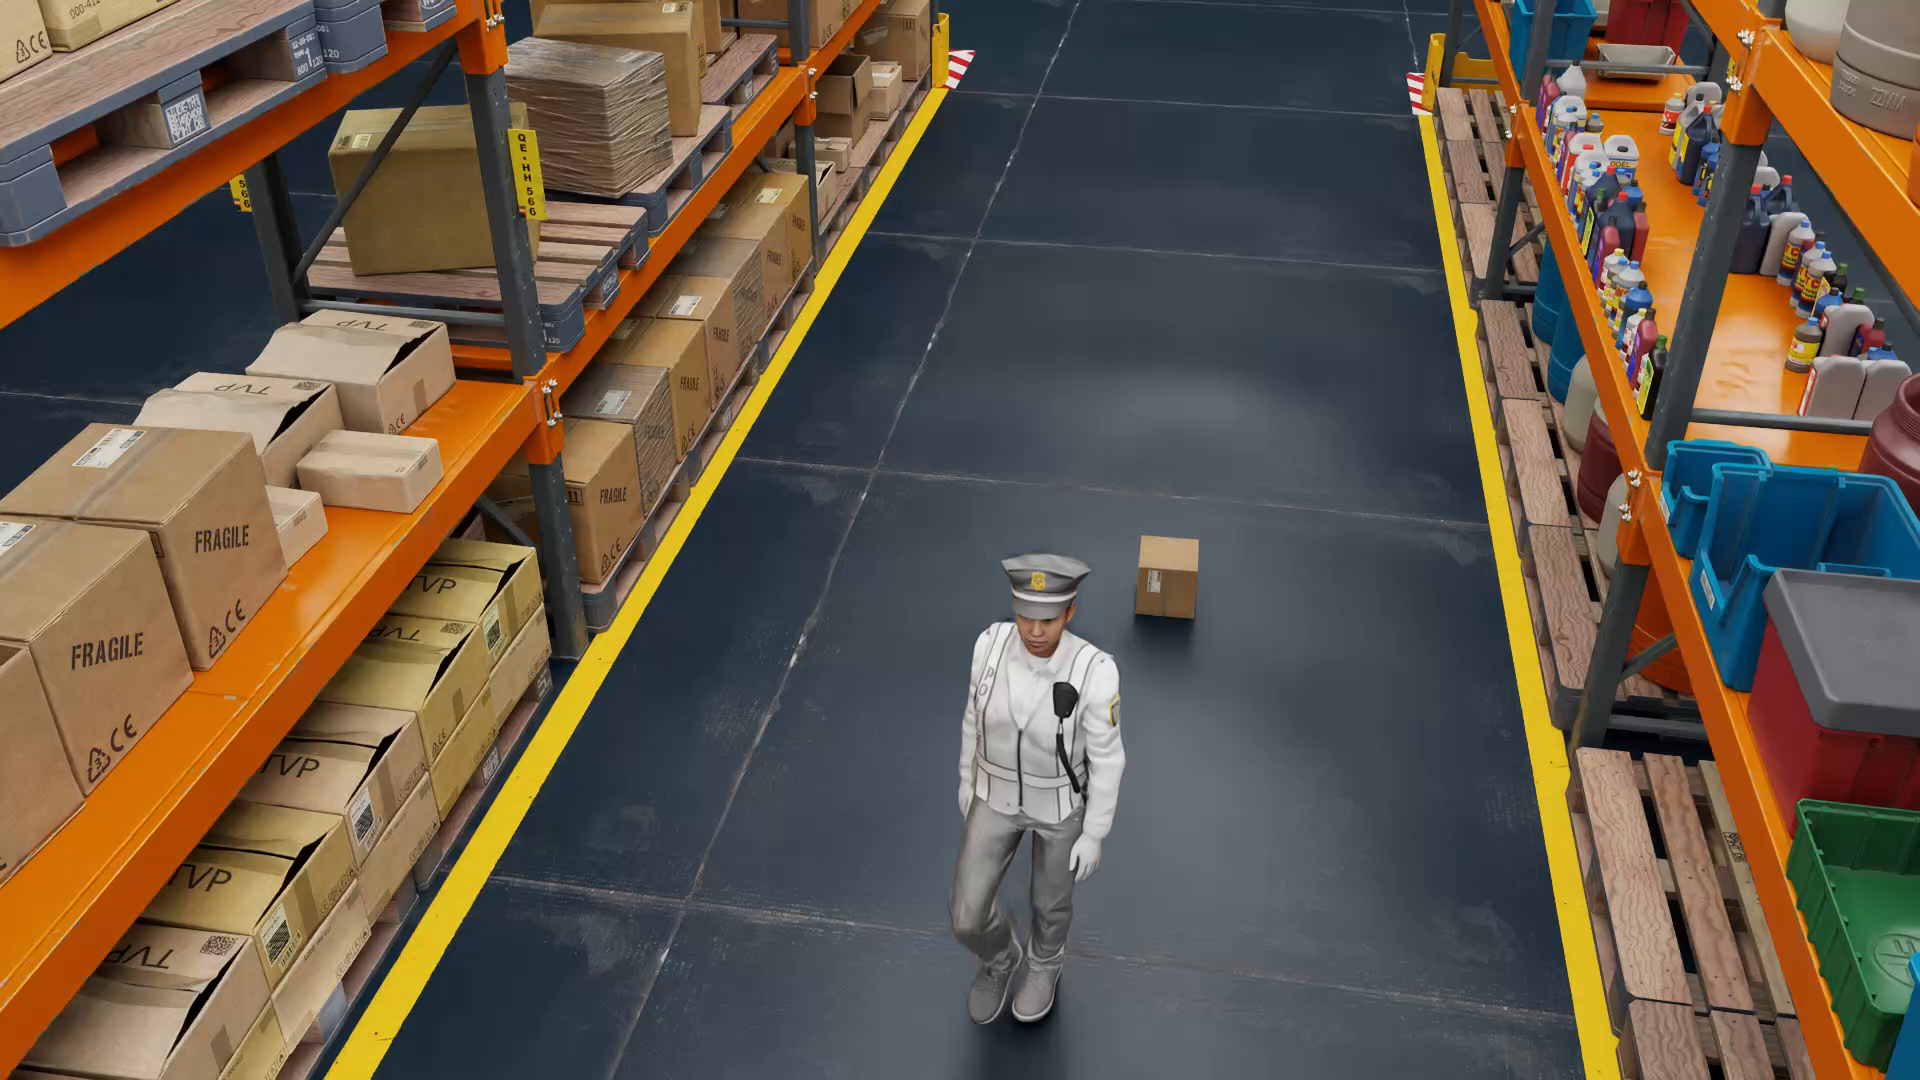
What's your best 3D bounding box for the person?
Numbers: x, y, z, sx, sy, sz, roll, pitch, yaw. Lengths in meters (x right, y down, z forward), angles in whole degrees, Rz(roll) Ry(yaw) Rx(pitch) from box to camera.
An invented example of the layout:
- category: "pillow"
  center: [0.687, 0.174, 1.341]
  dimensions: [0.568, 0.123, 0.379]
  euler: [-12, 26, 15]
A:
- category: "person"
  center: [0.208, 0.801, 4.844]
  dimensions: [0.515, 1.726, 0.448]
  euler: [11, 34, 16]
